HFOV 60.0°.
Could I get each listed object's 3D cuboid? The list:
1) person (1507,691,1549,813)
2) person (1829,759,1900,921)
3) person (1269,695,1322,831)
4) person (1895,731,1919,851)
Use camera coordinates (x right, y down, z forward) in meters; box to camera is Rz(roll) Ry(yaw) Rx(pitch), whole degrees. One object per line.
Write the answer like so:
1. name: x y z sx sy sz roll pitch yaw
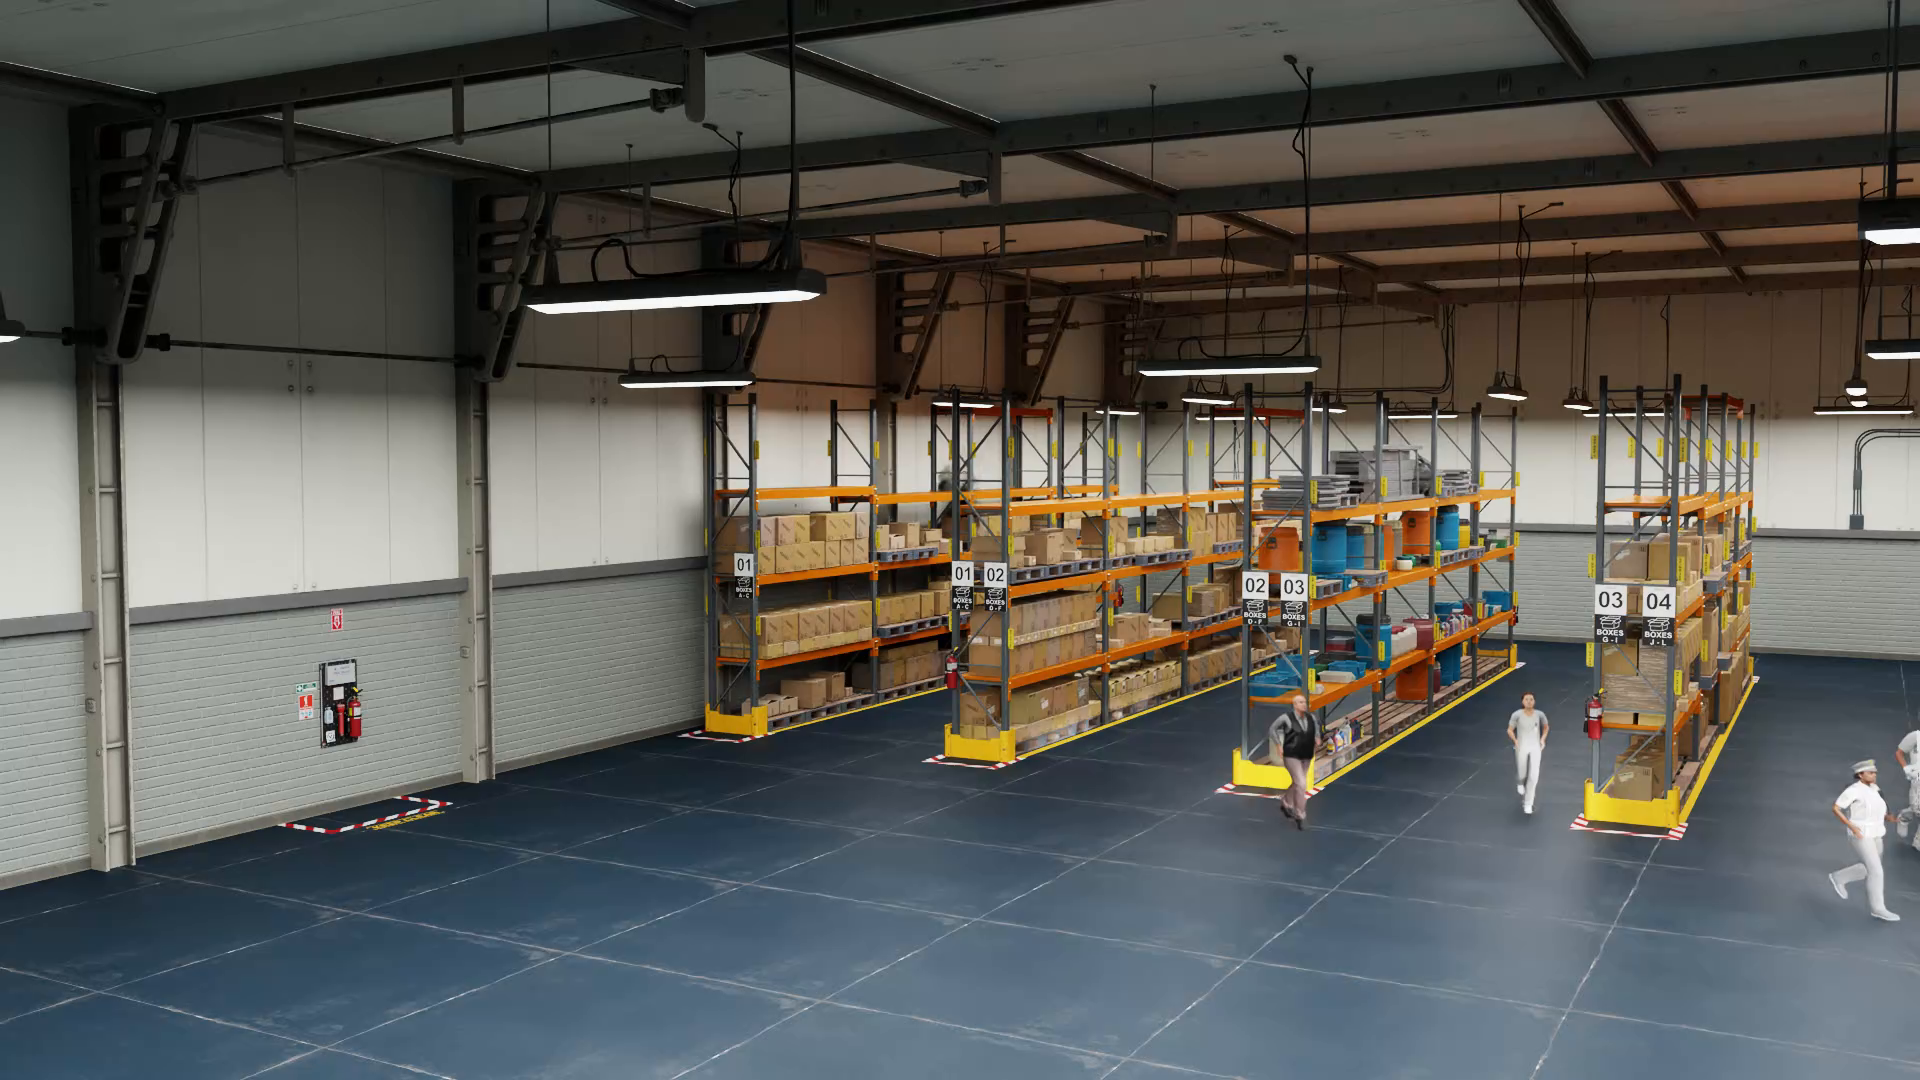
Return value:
1. person: 7.944 2.935 23.248 0.565 1.654 0.791 1 3 13
2. person: 9.757 3.186 17.928 0.587 1.671 0.831 -2 3 -27
3. person: 4.516 2.946 22.213 0.644 1.773 0.793 -2 3 -26
4. person: 12.143 3.012 20.893 0.714 1.738 0.584 0 3 8
